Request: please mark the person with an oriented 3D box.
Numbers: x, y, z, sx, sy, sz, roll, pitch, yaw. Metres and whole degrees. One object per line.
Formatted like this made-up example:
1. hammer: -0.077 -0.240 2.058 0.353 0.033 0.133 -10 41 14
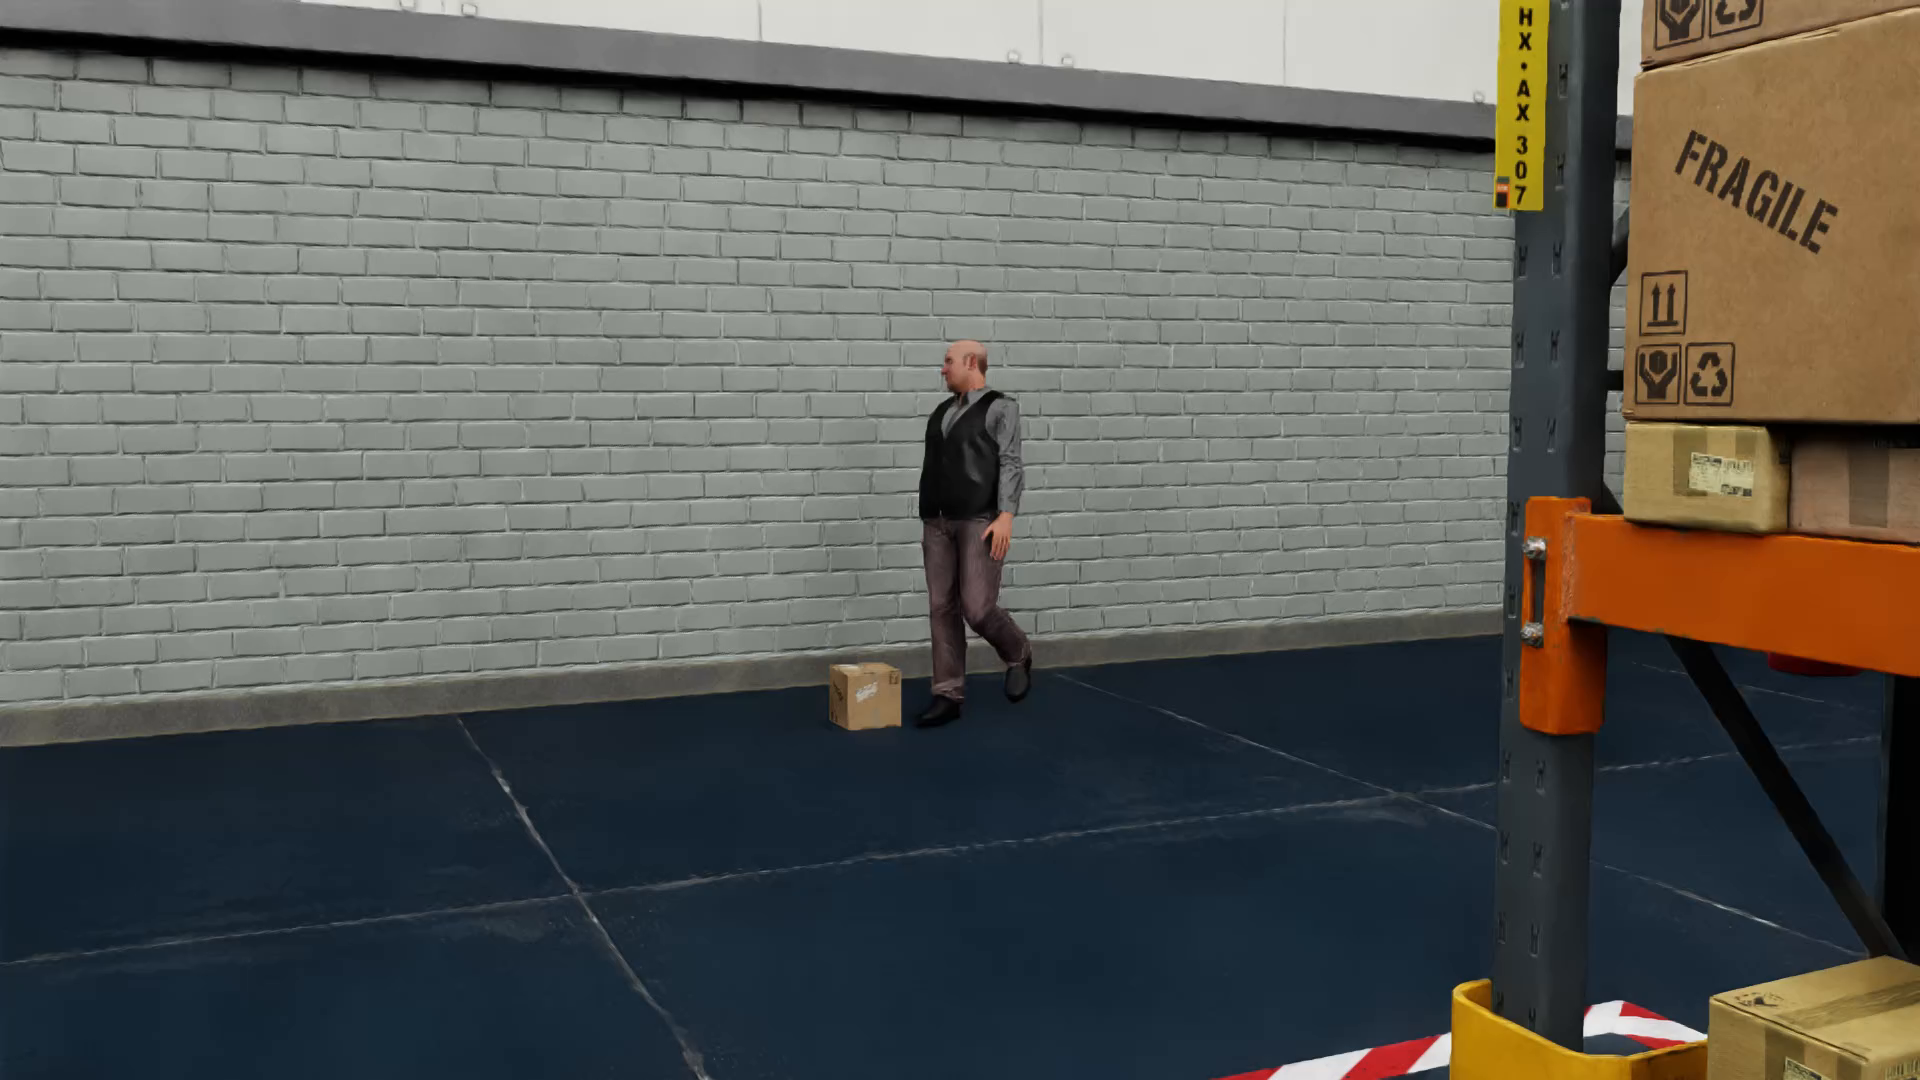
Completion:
1. person: 0.016 -0.051 7.484 0.580 1.703 0.677 4 7 38
